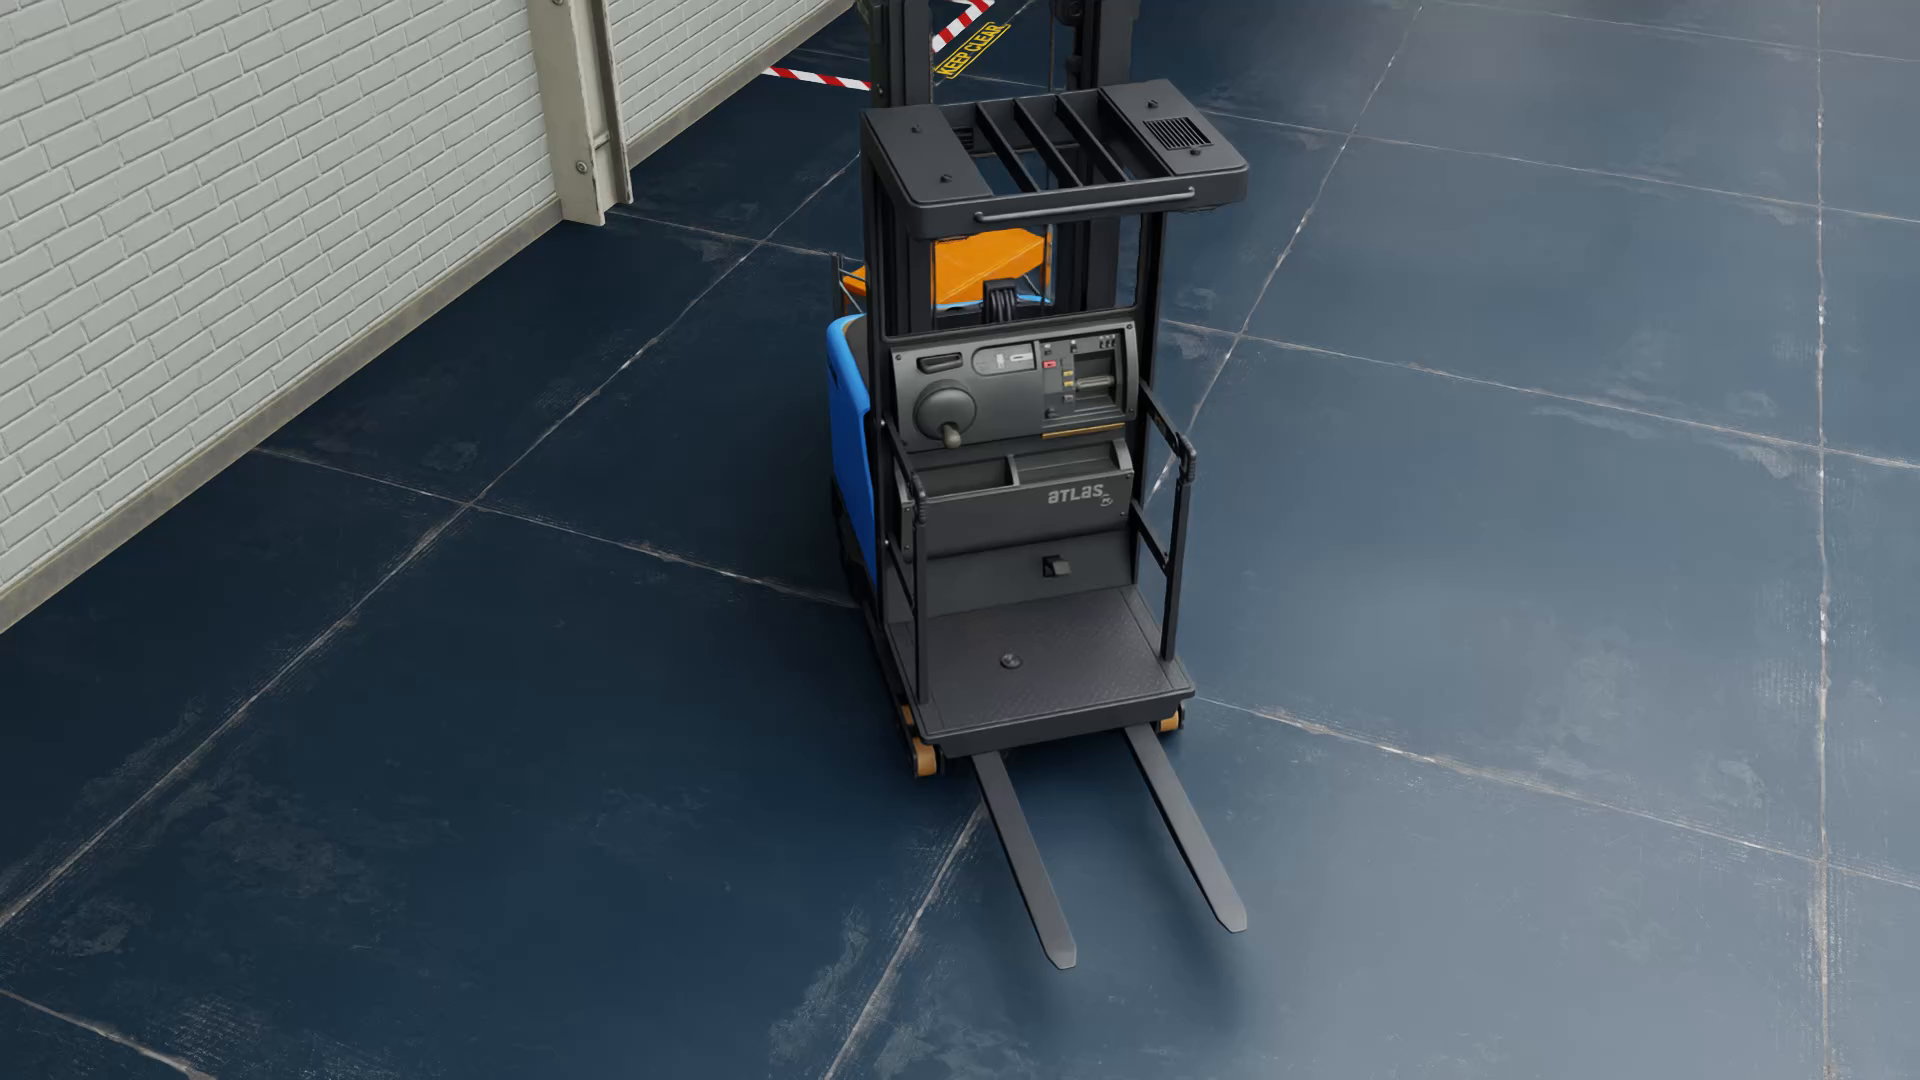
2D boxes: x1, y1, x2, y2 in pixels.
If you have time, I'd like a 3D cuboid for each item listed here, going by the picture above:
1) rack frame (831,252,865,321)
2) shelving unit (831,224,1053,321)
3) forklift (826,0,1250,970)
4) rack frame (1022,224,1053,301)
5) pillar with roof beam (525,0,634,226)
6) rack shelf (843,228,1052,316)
[{"bbox_3d":[-0.388,-0.773,7.844,0.500,1.125,0.032,26,44,30],"label":"rack frame"},{"bbox_3d":[-0.070,-1.010,8.162,0.538,1.125,1.048,26,44,30],"label":"shelving unit"},{"bbox_3d":[0.267,-0.506,5.979,1.130,2.935,3.031,-9,38,-12],"label":"forklift"},{"bbox_3d":[0.248,-1.247,8.479,0.500,1.125,0.032,26,44,30],"label":"rack frame"},{"bbox_3d":[1.674,-4.724,6.554,9.100,9.000,0.400,14,39,18],"label":"pillar with roof beam"},{"bbox_3d":[-0.070,-1.245,7.987,0.538,0.278,1.000,26,44,30],"label":"rack shelf"}]
